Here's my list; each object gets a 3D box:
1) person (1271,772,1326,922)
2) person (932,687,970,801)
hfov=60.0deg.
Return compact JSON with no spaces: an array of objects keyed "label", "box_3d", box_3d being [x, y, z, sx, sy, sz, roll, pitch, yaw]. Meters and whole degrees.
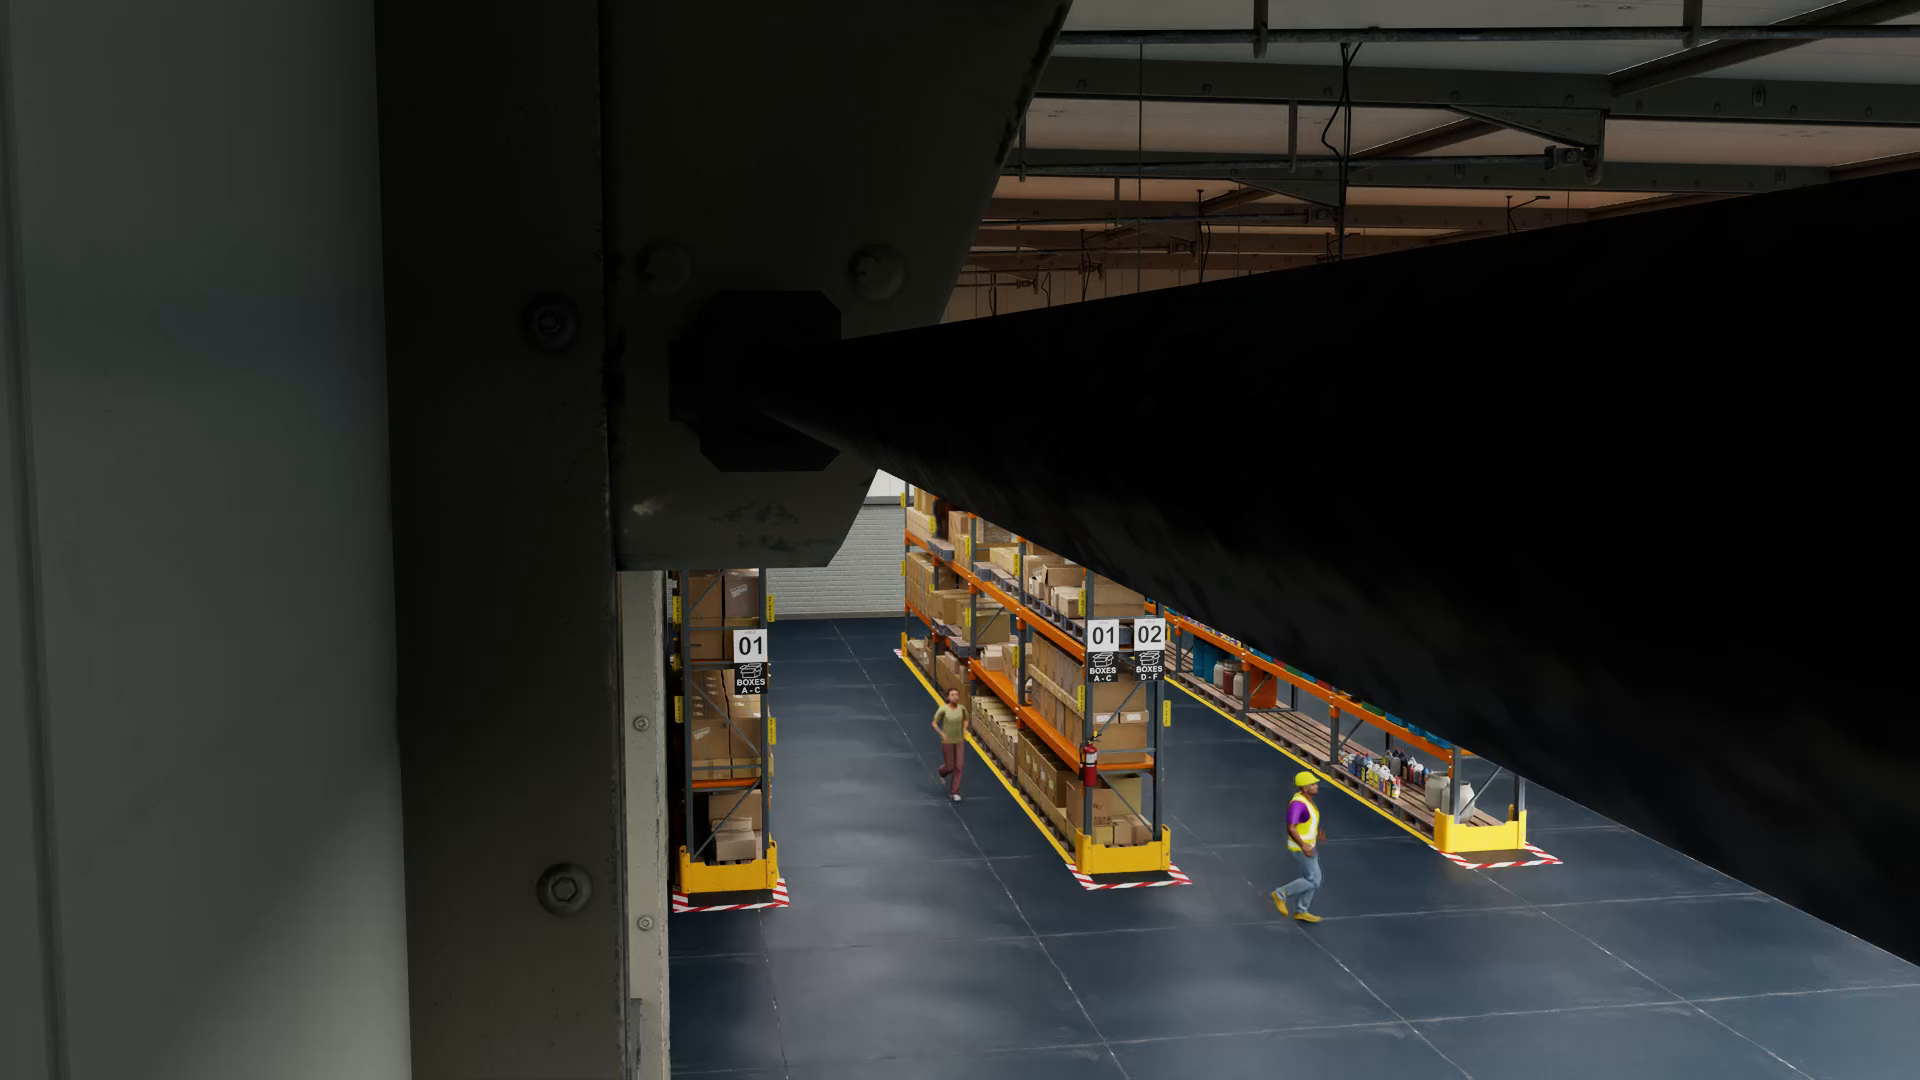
[{"label":"person","box_3d":[3.884,3.502,19.059,0.577,1.737,0.719,2,6,17]},{"label":"person","box_3d":[-0.111,2.973,24.499,0.596,1.633,0.762,-2,6,-20]}]
